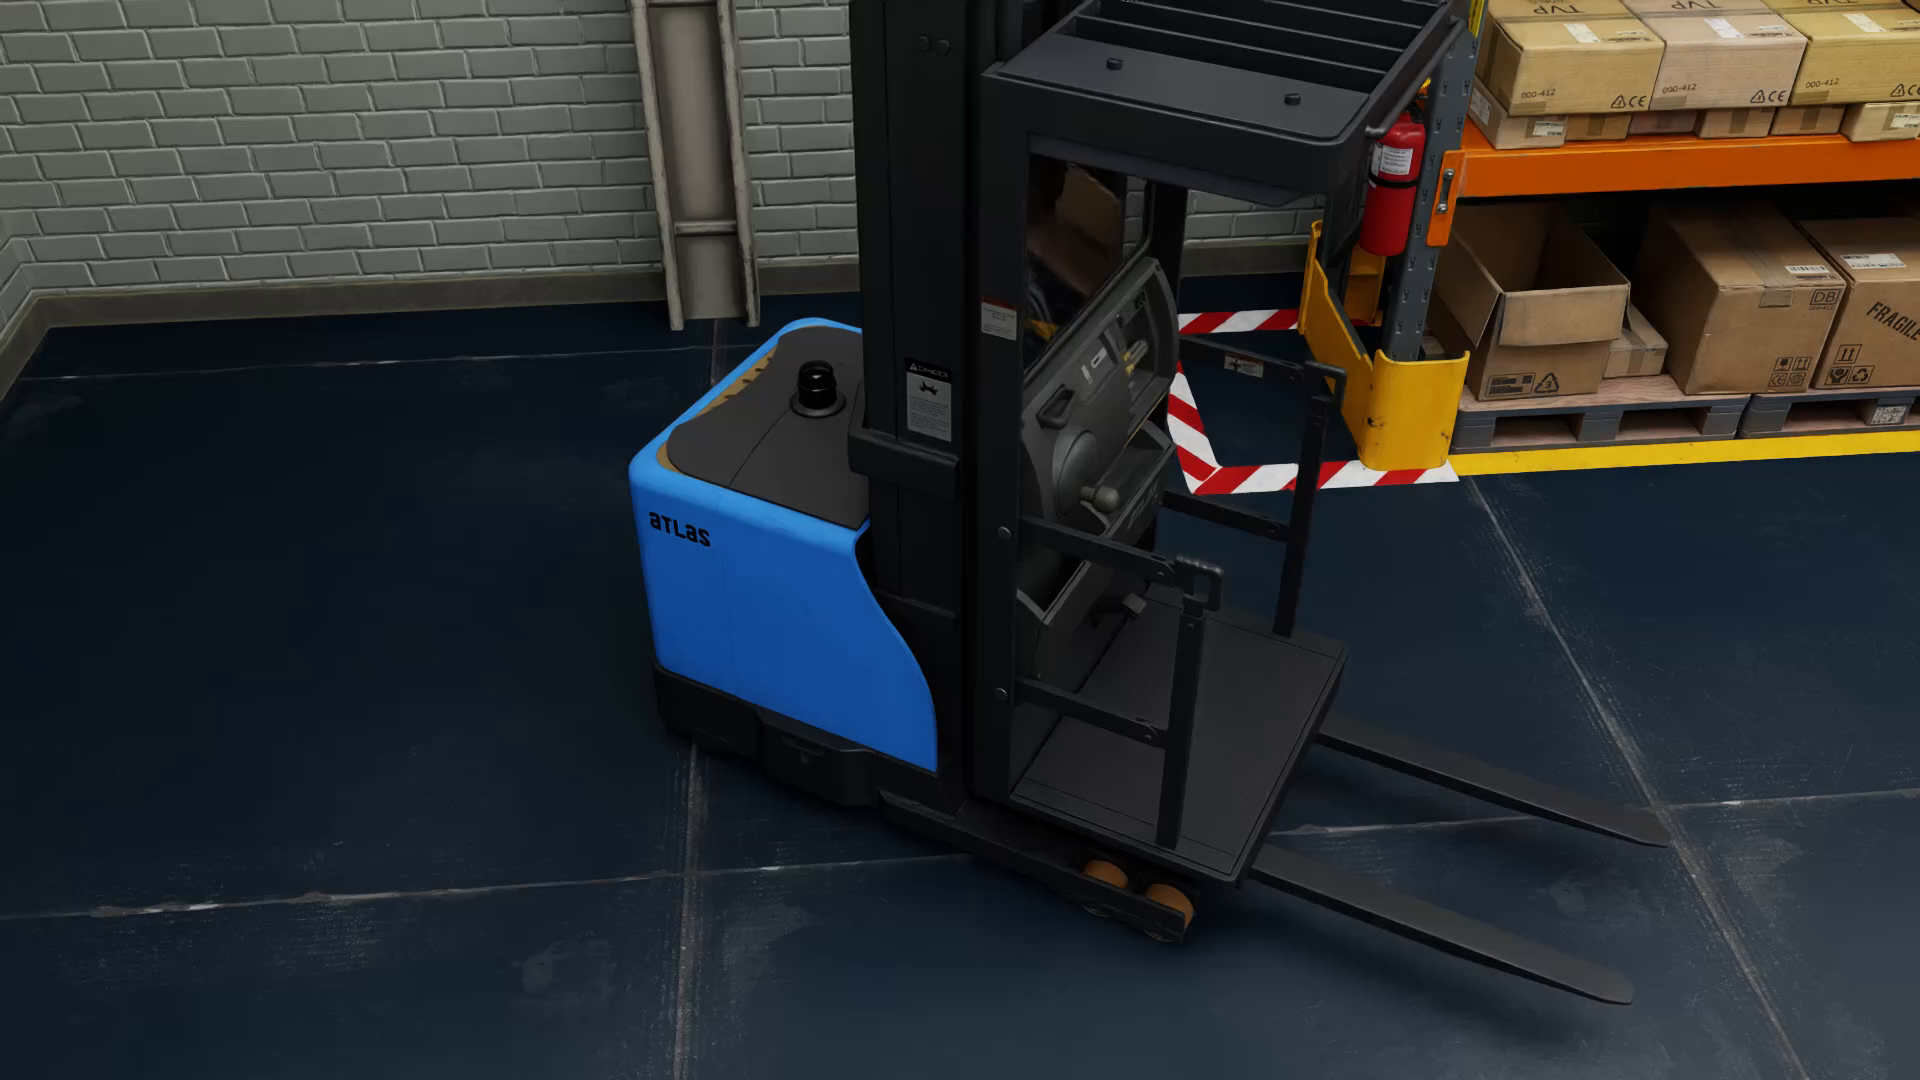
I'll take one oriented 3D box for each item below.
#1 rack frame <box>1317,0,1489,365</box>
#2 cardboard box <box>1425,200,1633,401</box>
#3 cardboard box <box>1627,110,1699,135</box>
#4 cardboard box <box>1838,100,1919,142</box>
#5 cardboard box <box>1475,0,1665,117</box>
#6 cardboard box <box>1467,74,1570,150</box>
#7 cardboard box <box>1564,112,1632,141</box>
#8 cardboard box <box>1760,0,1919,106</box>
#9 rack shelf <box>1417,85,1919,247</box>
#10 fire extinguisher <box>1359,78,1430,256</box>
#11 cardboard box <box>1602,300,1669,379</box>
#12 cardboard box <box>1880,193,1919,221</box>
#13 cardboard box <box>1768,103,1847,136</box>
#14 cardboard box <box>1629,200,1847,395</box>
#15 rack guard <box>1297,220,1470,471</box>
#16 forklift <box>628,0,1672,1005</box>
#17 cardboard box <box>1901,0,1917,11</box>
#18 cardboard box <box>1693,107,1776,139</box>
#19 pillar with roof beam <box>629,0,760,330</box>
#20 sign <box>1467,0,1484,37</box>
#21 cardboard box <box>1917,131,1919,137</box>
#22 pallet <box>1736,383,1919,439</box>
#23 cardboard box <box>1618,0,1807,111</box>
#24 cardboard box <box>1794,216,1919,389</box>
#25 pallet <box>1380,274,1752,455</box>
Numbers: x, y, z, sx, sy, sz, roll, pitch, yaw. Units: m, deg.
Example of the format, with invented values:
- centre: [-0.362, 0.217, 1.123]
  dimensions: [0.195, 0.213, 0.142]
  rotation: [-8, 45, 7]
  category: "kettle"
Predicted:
- centre: [1.654, -1.813, 6.126]
  dimensions: [0.127, 3.000, 1.000]
  rotation: [-3, 38, -4]
  category: "rack frame"
- centre: [2.271, -0.973, 6.738]
  dimensions: [0.637, 0.503, 0.797]
  rotation: [-5, 39, -6]
  category: "cardboard box"
- centre: [2.513, -1.642, 6.112]
  dimensions: [0.250, 0.149, 0.380]
  rotation: [-4, 38, -5]
  category: "cardboard box"
- centre: [3.293, -1.603, 6.063]
  dimensions: [0.250, 0.149, 0.380]
  rotation: [-4, 38, -5]
  category: "cardboard box"
- centre: [2.129, -1.730, 5.902]
  dimensions: [0.500, 0.250, 0.500]
  rotation: [-3, 38, -4]
  category: "cardboard box"
- centre: [2.005, -1.563, 6.013]
  dimensions: [0.250, 0.149, 0.380]
  rotation: [-3, 38, -4]
  category: "cardboard box"
- centre: [2.255, -1.606, 6.066]
  dimensions: [0.250, 0.149, 0.380]
  rotation: [-2, 38, -3]
  category: "cardboard box"
- centre: [3.136, -1.787, 5.975]
  dimensions: [0.500, 0.250, 0.500]
  rotation: [-4, 38, -5]
  category: "cardboard box"
- centre: [3.646, -1.641, 6.488]
  dimensions: [4.000, 0.370, 1.077]
  rotation: [-3, 38, -4]
  category: "rack shelf"
- centre: [1.548, -1.343, 5.894]
  dimensions: [0.183, 0.674, 0.296]
  rotation: [-3, 38, -4]
  category: "fire extinguisher"
- centre: [2.698, -0.833, 6.847]
  dimensions: [0.250, 0.149, 0.380]
  rotation: [-5, 39, -6]
  category: "cardboard box"
- centre: [4.160, -1.052, 6.840]
  dimensions: [0.500, 0.500, 0.700]
  rotation: [-5, 38, -6]
  category: "cardboard box"
- centre: [3.035, -1.636, 6.104]
  dimensions: [0.250, 0.149, 0.380]
  rotation: [-3, 38, -3]
  category: "cardboard box"
- centre: [3.126, -0.995, 6.768]
  dimensions: [0.500, 0.500, 0.700]
  rotation: [-2, 38, -2]
  category: "cardboard box"
- centre: [1.729, -0.836, 6.906]
  dimensions: [0.348, 0.500, 1.175]
  rotation: [-3, 38, -4]
  category: "rack guard"
- centre: [0.566, -0.375, 4.360]
  dimensions: [3.031, 2.935, 1.130]
  rotation: [18, 42, 21]
  category: "forklift"
- centre: [3.644, -1.829, 6.027]
  dimensions: [0.500, 0.250, 0.500]
  rotation: [-4, 38, -5]
  category: "cardboard box"
- centre: [2.770, -1.618, 6.082]
  dimensions: [0.250, 0.149, 0.380]
  rotation: [-2, 38, -3]
  category: "cardboard box"
- centre: [-0.731, -1.920, 1.419]
  dimensions: [0.400, 9.000, 9.100]
  rotation: [-3, 38, -4]
  category: "pillar with roof beam"
- centre: [1.702, -1.818, 5.434]
  dimensions: [0.005, 0.325, 0.100]
  rotation: [-3, 38, -4]
  category: "sign"
- centre: [3.553, -1.630, 6.098]
  dimensions: [0.250, 0.149, 0.380]
  rotation: [-2, 38, -3]
  category: "cardboard box"
- centre: [3.736, -0.832, 7.134]
  dimensions: [1.213, 0.211, 1.003]
  rotation: [-3, 38, -4]
  category: "pallet"
- centre: [2.632, -1.758, 5.937]
  dimensions: [0.500, 0.250, 0.500]
  rotation: [-3, 38, -3]
  category: "cardboard box"
- centre: [3.662, -0.962, 6.727]
  dimensions: [0.500, 0.500, 0.500]
  rotation: [-2, 38, -3]
  category: "cardboard box"
- centre: [2.523, -0.767, 7.052]
  dimensions: [1.213, 0.211, 1.003]
  rotation: [-3, 38, -4]
  category: "pallet"
